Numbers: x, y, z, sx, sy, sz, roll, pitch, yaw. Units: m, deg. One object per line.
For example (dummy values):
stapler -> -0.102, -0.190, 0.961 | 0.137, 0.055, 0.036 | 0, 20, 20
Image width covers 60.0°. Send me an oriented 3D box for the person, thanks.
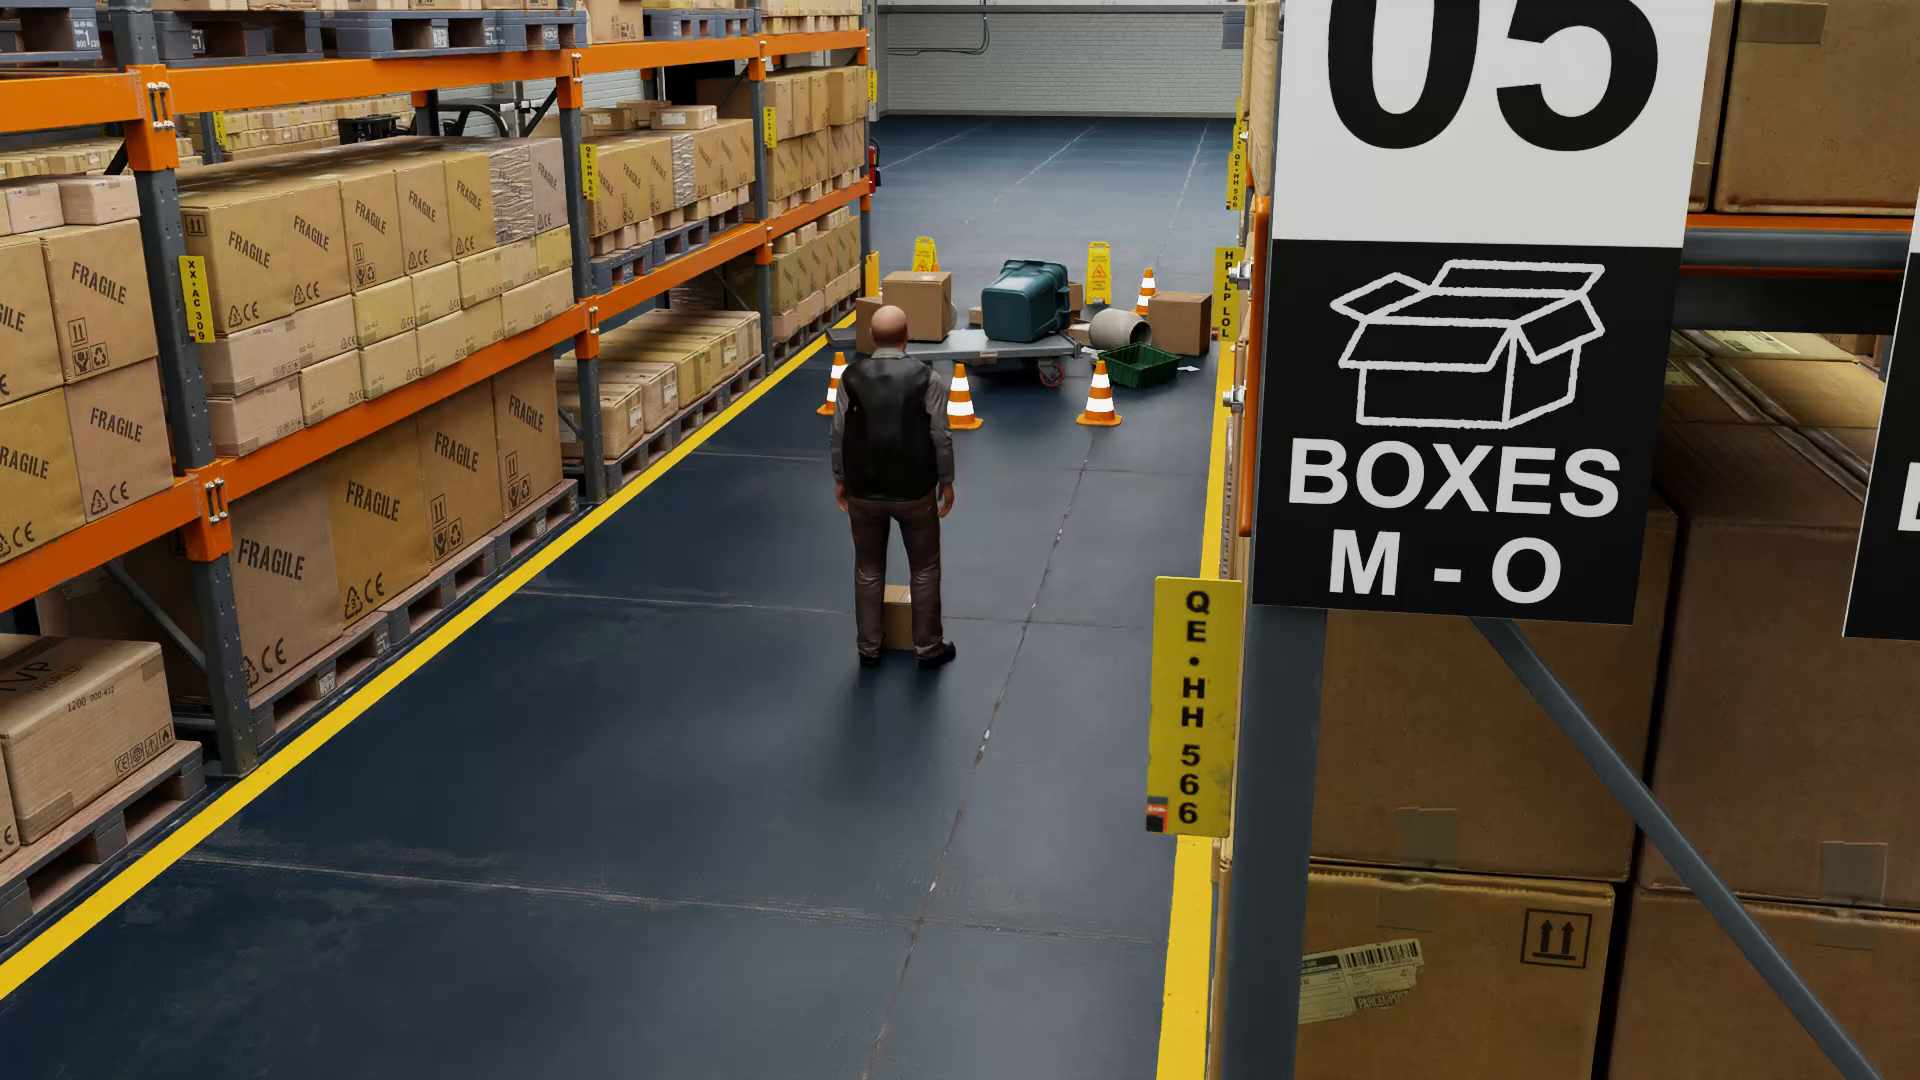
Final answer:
person -> -0.317, -0.229, 7.806 | 0.583, 1.721, 0.412 | 3, 18, 8
